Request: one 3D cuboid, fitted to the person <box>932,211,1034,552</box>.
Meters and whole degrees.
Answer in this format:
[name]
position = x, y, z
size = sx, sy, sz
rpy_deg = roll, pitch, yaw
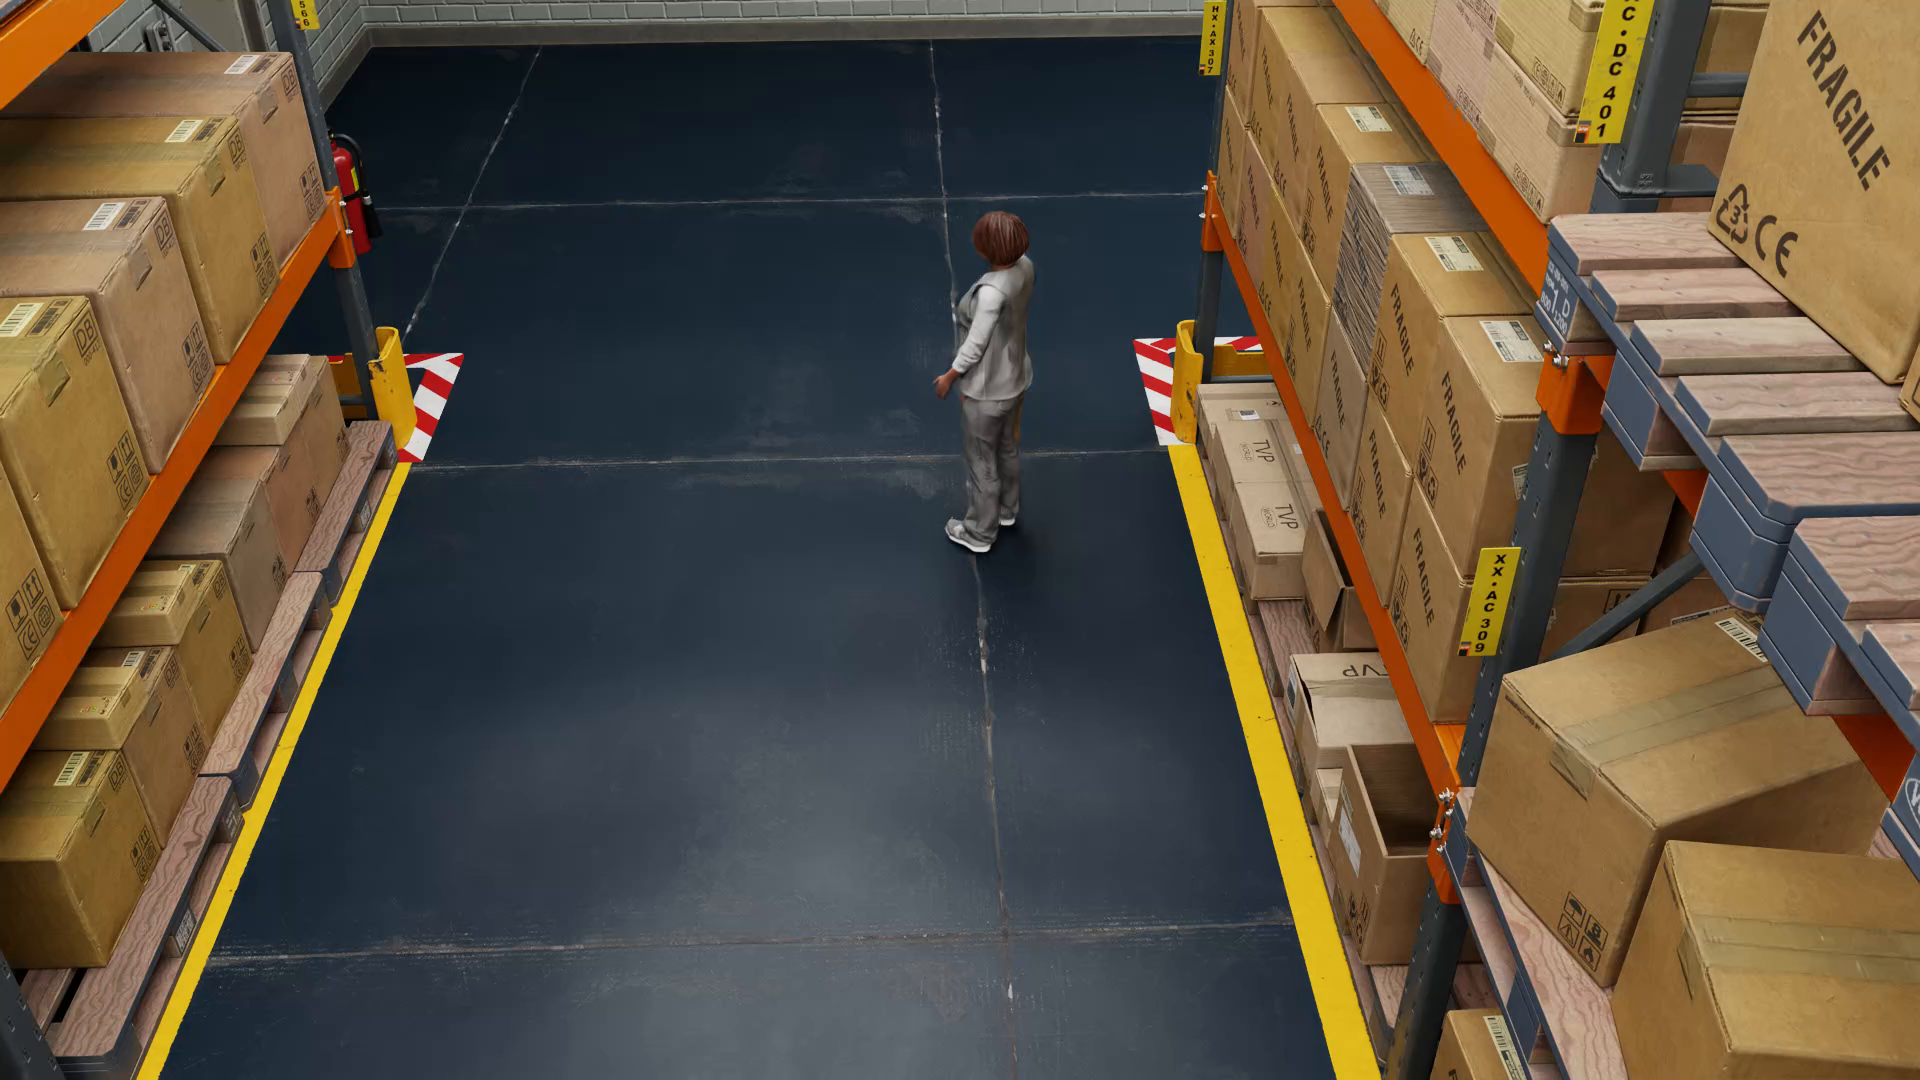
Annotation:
[person]
position = 0.118, -0.681, 7.070
size = 0.396, 1.608, 0.472
rpy_deg = 14, 38, 19
